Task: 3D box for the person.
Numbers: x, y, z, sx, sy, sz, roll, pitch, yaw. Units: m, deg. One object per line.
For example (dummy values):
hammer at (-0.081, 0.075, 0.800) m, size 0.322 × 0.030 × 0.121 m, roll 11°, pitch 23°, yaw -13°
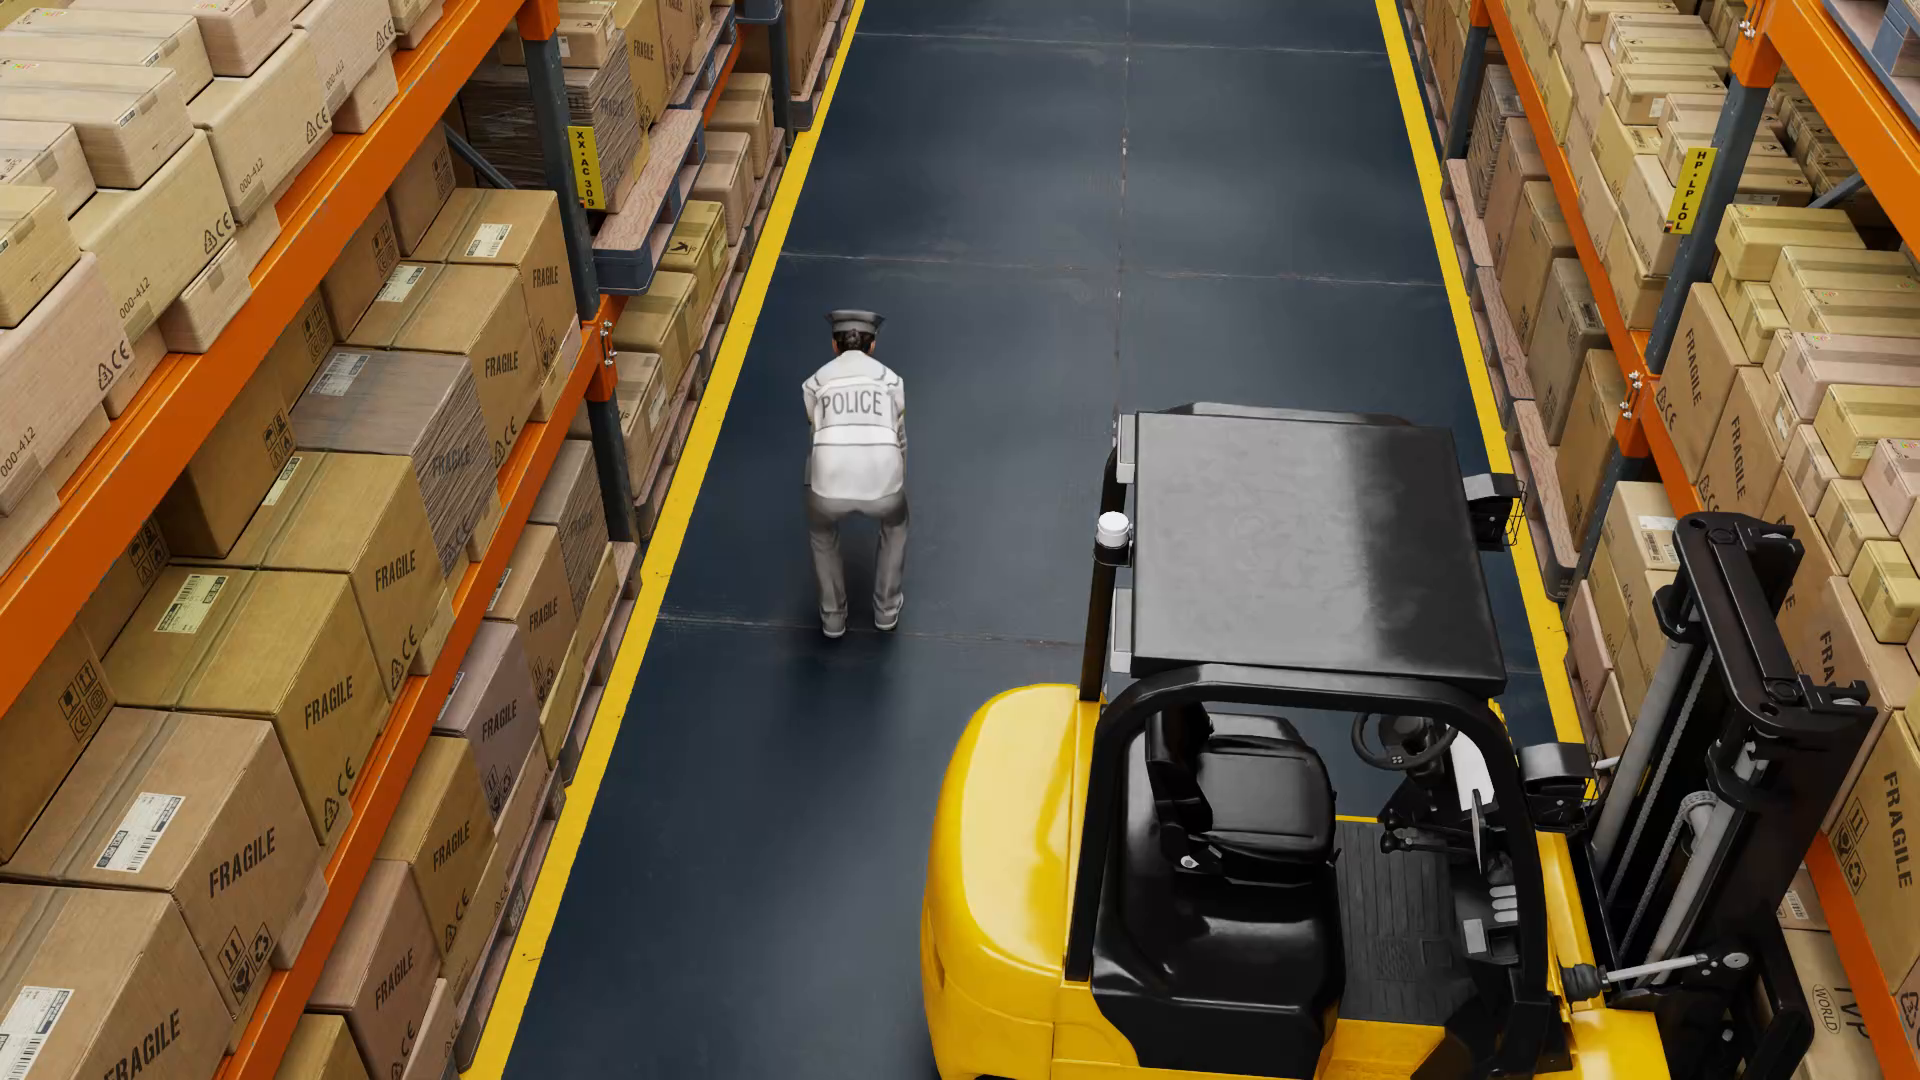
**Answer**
person at (-0.419, -0.267, 6.801) m, size 0.409 × 1.240 × 0.897 m, roll -1°, pitch 40°, yaw -1°
